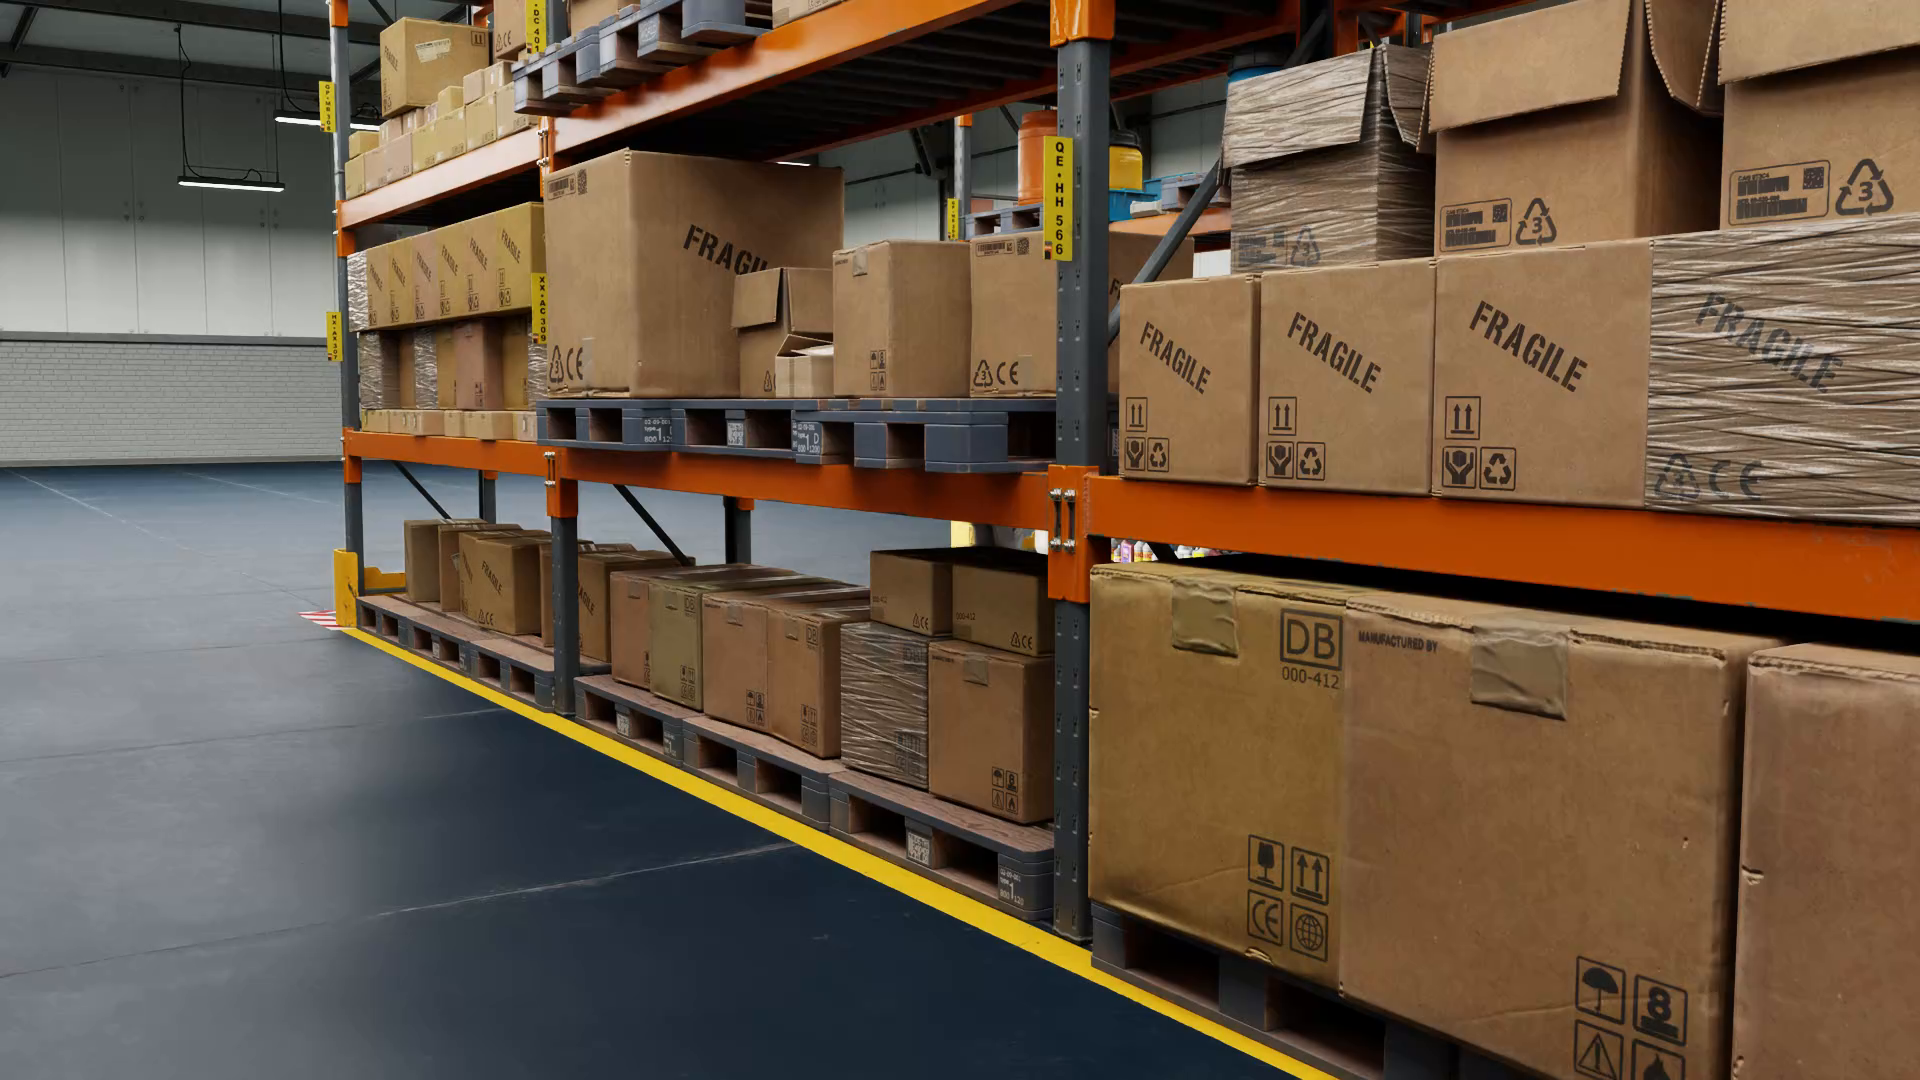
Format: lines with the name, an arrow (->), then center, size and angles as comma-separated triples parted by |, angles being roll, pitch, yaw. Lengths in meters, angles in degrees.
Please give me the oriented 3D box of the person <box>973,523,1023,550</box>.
person -> 0.202, -0.183, 10.237 | 0.613, 1.715, 0.523 | -3, 6, -33
